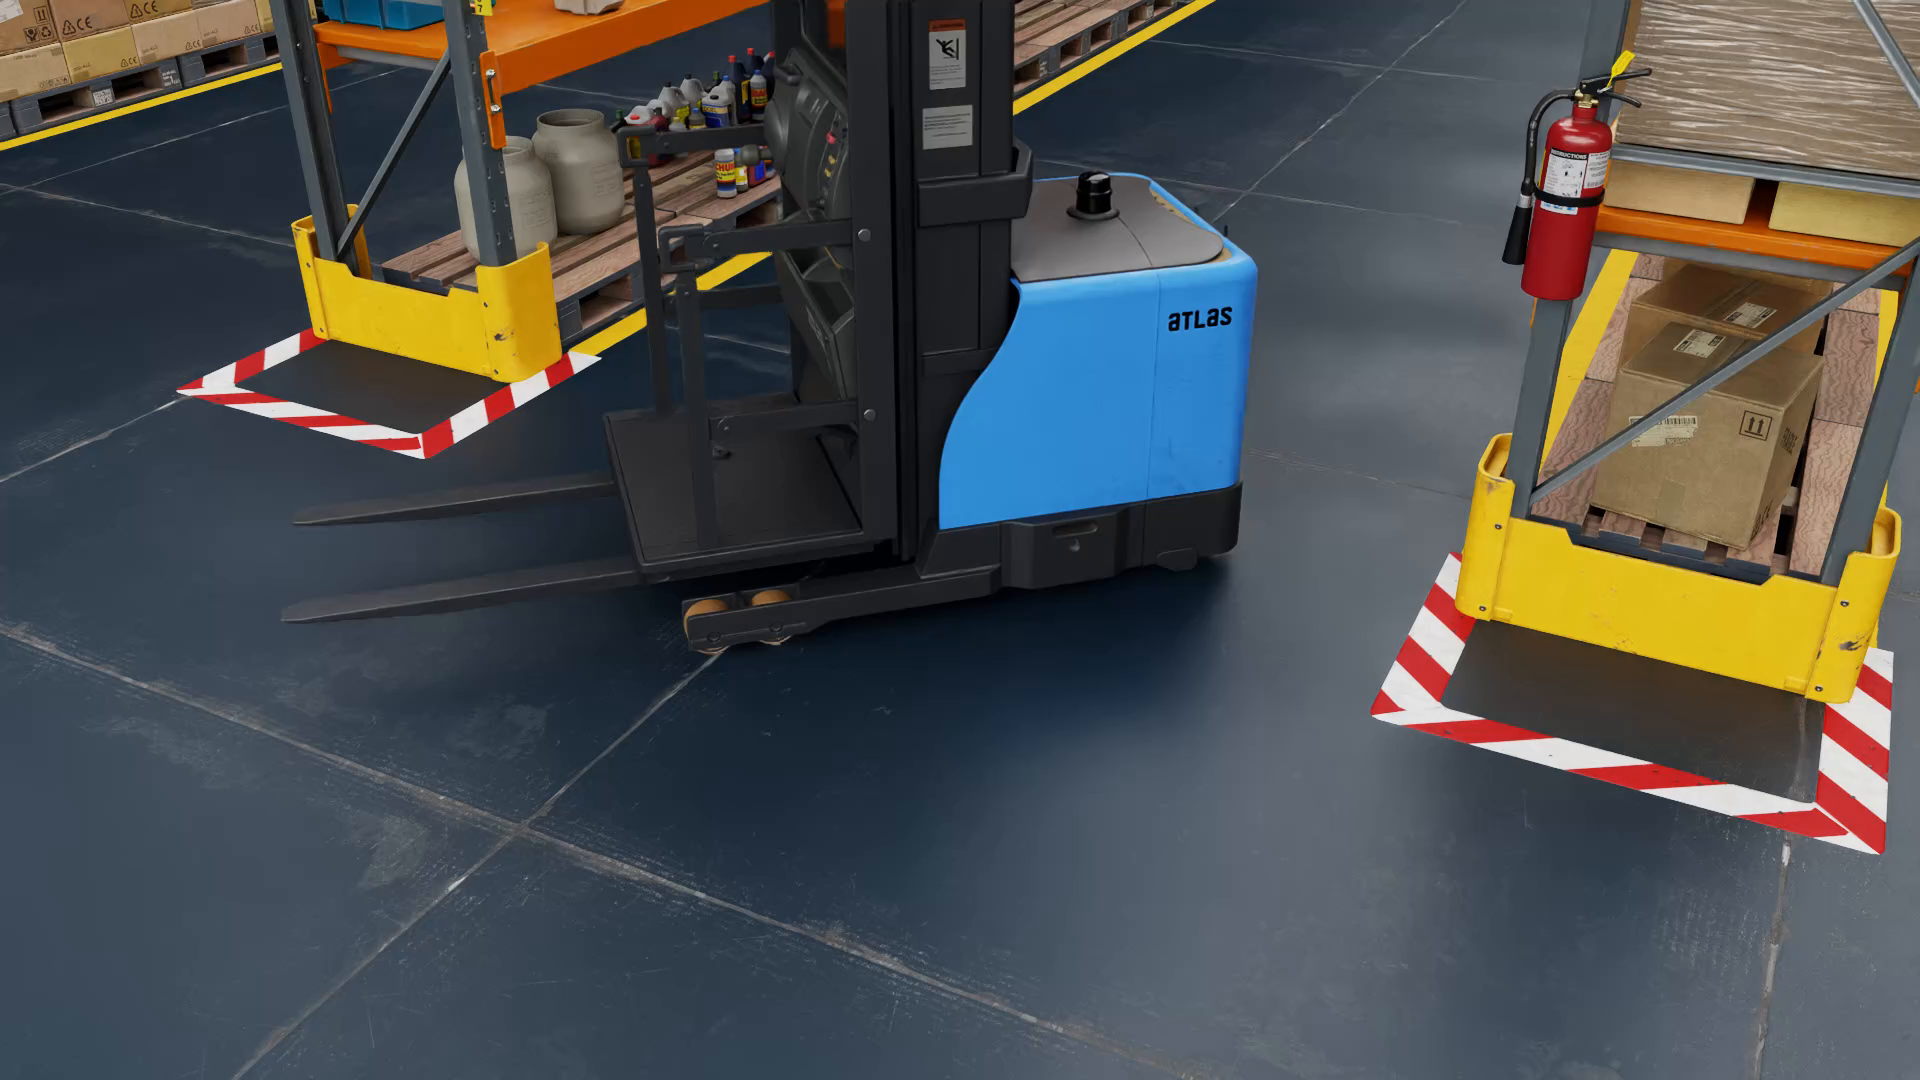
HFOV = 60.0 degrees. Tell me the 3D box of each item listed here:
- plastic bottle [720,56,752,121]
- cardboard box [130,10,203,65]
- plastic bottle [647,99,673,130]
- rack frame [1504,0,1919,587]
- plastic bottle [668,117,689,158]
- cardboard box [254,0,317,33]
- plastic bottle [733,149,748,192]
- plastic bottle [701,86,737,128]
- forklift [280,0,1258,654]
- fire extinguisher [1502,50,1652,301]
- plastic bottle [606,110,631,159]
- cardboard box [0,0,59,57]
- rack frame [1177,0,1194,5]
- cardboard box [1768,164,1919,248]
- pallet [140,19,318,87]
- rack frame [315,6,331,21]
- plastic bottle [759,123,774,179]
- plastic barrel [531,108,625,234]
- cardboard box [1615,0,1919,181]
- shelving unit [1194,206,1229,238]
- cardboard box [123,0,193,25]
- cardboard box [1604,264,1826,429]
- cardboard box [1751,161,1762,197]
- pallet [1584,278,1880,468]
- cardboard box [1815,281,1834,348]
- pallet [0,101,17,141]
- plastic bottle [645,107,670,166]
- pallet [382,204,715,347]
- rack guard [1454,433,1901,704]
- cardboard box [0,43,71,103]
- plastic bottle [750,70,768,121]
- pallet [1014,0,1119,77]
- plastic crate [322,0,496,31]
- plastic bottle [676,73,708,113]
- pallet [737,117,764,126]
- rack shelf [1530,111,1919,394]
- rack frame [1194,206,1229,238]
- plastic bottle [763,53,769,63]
[{"bbox_3d":[-1.269,-2.572,9.435,0.144,0.351,0.185,13,32,21],"label":"plastic bottle"},{"bbox_3d":[-5.321,-3.293,10.812,0.500,0.250,0.500,14,33,23],"label":"cardboard box"},{"bbox_3d":[-1.619,-2.195,8.853,0.152,0.276,0.135,13,32,22],"label":"plastic bottle"},{"bbox_3d":[2.142,-0.981,4.446,1.000,3.000,0.127,14,33,23],"label":"rack frame"},{"bbox_3d":[-1.499,-2.142,8.836,0.097,0.201,0.097,0,30,0],"label":"plastic bottle"},{"bbox_3d":[-4.870,-3.737,11.586,0.500,0.250,0.500,14,33,23],"label":"cardboard box"},{"bbox_3d":[-1.117,-1.860,8.346,0.097,0.201,0.097,0,30,0],"label":"plastic bottle"},{"bbox_3d":[-1.319,-2.329,9.087,0.152,0.276,0.135,14,33,23],"label":"plastic bottle"},{"bbox_3d":[-0.640,-1.213,4.919,3.031,2.935,1.130,-8,31,-14],"label":"forklift"},{"bbox_3d":[1.679,-1.001,4.558,0.296,0.674,0.183,14,33,23],"label":"fire extinguisher"},{"bbox_3d":[-1.784,-2.087,8.657,0.061,0.283,0.133,15,33,24],"label":"plastic bottle"},{"bbox_3d":[-5.791,-3.178,9.859,0.500,0.500,0.500,14,33,23],"label":"cardboard box"},{"bbox_3d":[1.377,-5.651,12.578,1.000,3.000,0.127,14,33,23],"label":"rack frame"},{"bbox_3d":[2.484,-0.944,4.634,0.380,0.149,0.250,14,33,23],"label":"cardboard box"},{"bbox_3d":[-5.253,-3.451,11.547,1.003,0.211,1.213,14,33,23],"label":"pallet"},{"bbox_3d":[-4.853,-5.003,11.450,1.000,3.000,0.127,14,33,23],"label":"rack frame"},{"bbox_3d":[-1.008,-1.997,8.513,0.097,0.271,0.097,0,30,0],"label":"plastic bottle"},{"bbox_3d":[-1.808,-1.739,7.842,0.421,0.512,0.421,0,30,0],"label":"plastic barrel"},{"bbox_3d":[2.417,-1.391,4.760,0.875,0.500,0.500,14,33,23],"label":"cardboard box"},{"bbox_3d":[0.807,-0.754,6.159,0.210,0.900,0.258,-11,32,-19],"label":"shelving unit"},{"bbox_3d":[-5.333,-3.621,10.630,0.500,0.500,0.500,14,33,23],"label":"cardboard box"},{"bbox_3d":[2.683,-0.625,5.914,0.500,0.500,0.500,24,38,36],"label":"cardboard box"},{"bbox_3d":[2.202,-1.156,5.002,0.380,0.149,0.250,14,33,23],"label":"cardboard box"},{"bbox_3d":[3.135,-0.696,6.750,1.003,0.211,1.213,14,33,23],"label":"pallet"},{"bbox_3d":[3.279,-1.135,6.803,0.500,0.500,0.500,11,32,19],"label":"cardboard box"},{"bbox_3d":[-6.364,-2.369,9.663,1.003,0.211,1.213,14,33,23],"label":"pallet"},{"bbox_3d":[-1.587,-2.112,8.702,0.061,0.283,0.133,14,33,23],"label":"plastic bottle"},{"bbox_3d":[-1.900,-1.298,7.799,1.003,0.211,1.213,14,33,23],"label":"pallet"},{"bbox_3d":[2.176,0.070,5.127,1.175,0.500,0.348,14,33,23],"label":"rack guard"},{"bbox_3d":[-5.780,-2.851,10.041,0.500,0.250,0.500,14,33,23],"label":"cardboard box"},{"bbox_3d":[-1.141,-2.530,9.441,0.097,0.271,0.097,0,30,0],"label":"plastic bottle"},{"bbox_3d":[0.432,-3.568,11.751,1.003,0.211,1.213,14,33,23],"label":"pallet"},{"bbox_3d":[-2.306,-2.330,6.944,0.499,0.251,0.616,14,33,23],"label":"plastic crate"},{"bbox_3d":[-1.462,-2.384,9.107,0.144,0.351,0.185,14,33,23],"label":"plastic bottle"},{"bbox_3d":[-0.789,-2.380,9.682,1.003,0.211,1.213,14,33,23],"label":"pallet"},{"bbox_3d":[3.053,-1.555,6.169,1.077,0.370,4.000,14,33,23],"label":"rack shelf"},{"bbox_3d":[0.901,-0.773,6.191,0.006,0.900,0.240,-11,32,-19],"label":"rack frame"},{"bbox_3d":[-1.104,-2.696,9.726,0.152,0.276,0.135,16,33,25],"label":"plastic bottle"}]
